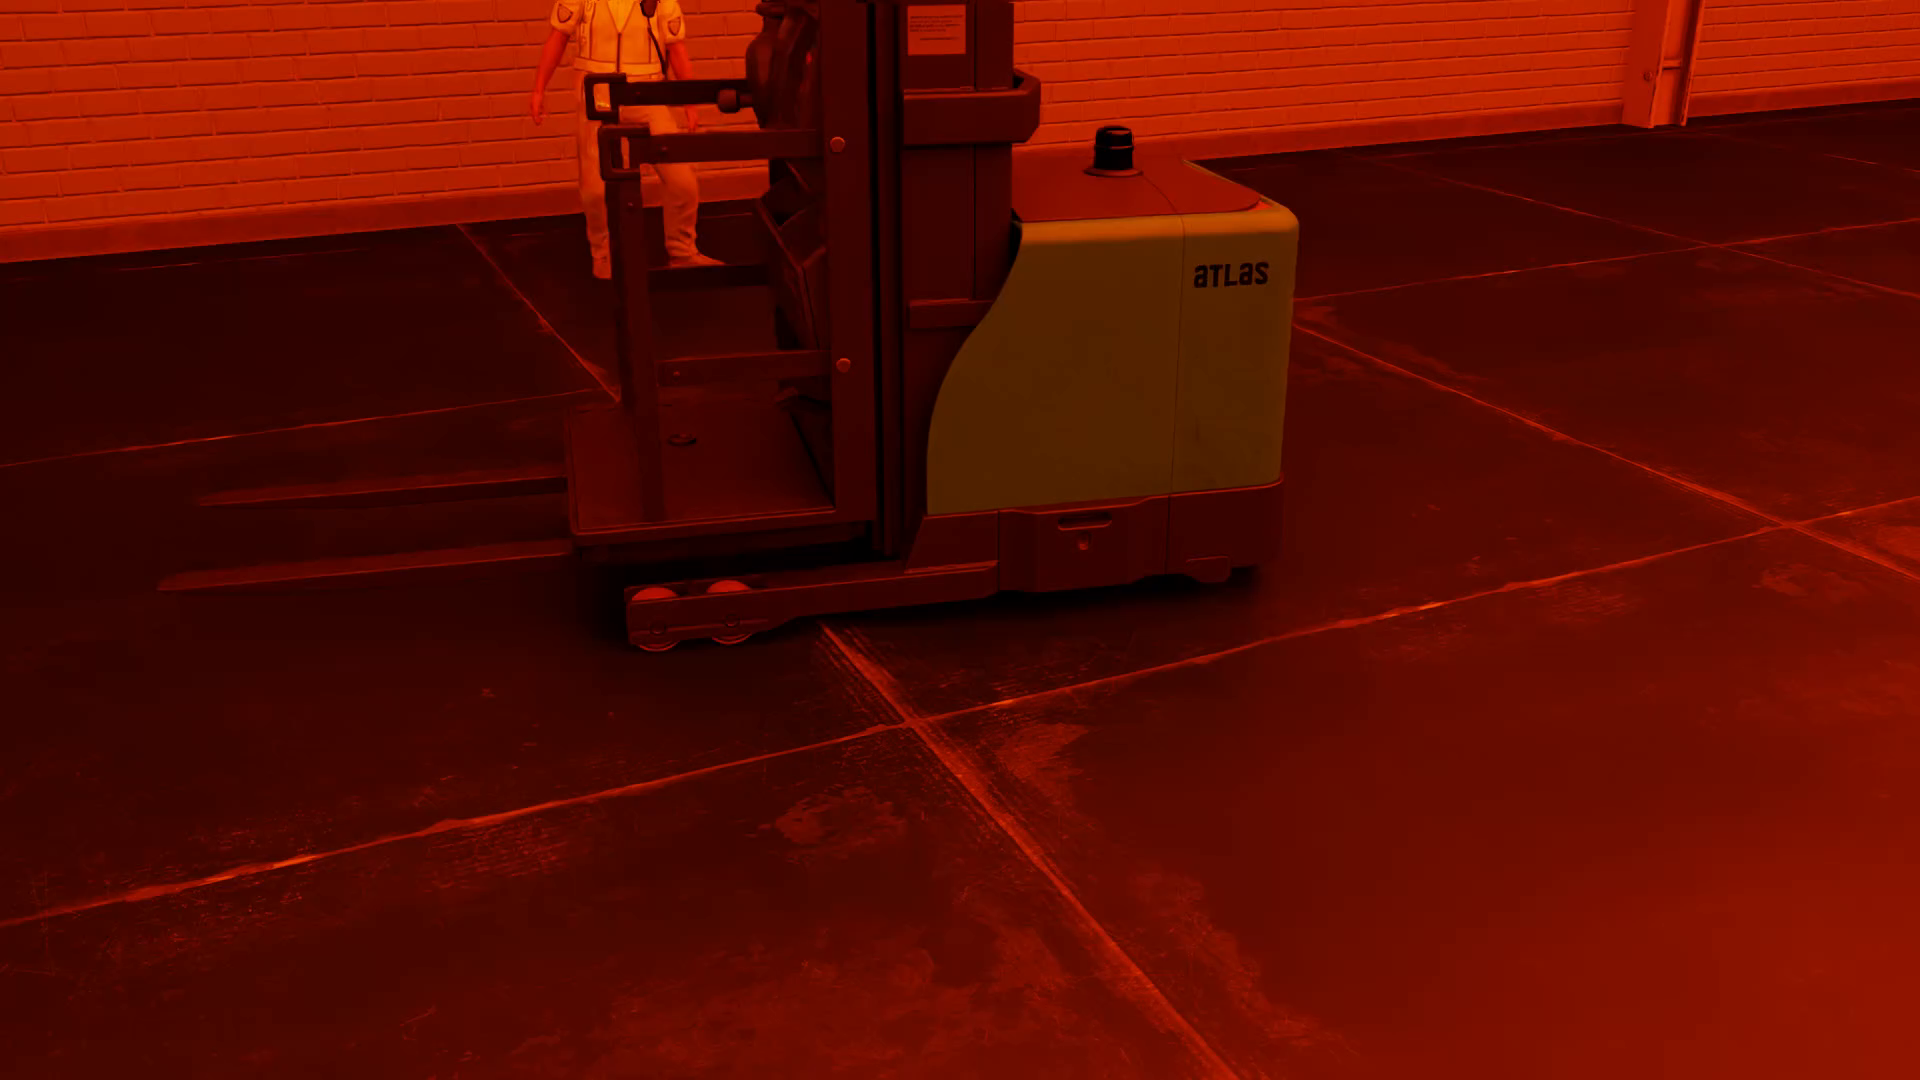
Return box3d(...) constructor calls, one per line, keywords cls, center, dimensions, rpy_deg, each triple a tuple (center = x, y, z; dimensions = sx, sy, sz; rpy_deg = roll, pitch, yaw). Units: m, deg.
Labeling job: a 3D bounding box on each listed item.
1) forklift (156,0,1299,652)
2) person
box3d(cls="forklift", center=(-0.649, -1.282, 4.371), dimensions=(3.031, 2.935, 1.130), rpy_deg=(-5, 23, -13))
box3d(cls="person", center=(-1.619, -2.092, 8.000), dimensions=(0.896, 1.731, 0.461), rpy_deg=(-4, 23, -9))
